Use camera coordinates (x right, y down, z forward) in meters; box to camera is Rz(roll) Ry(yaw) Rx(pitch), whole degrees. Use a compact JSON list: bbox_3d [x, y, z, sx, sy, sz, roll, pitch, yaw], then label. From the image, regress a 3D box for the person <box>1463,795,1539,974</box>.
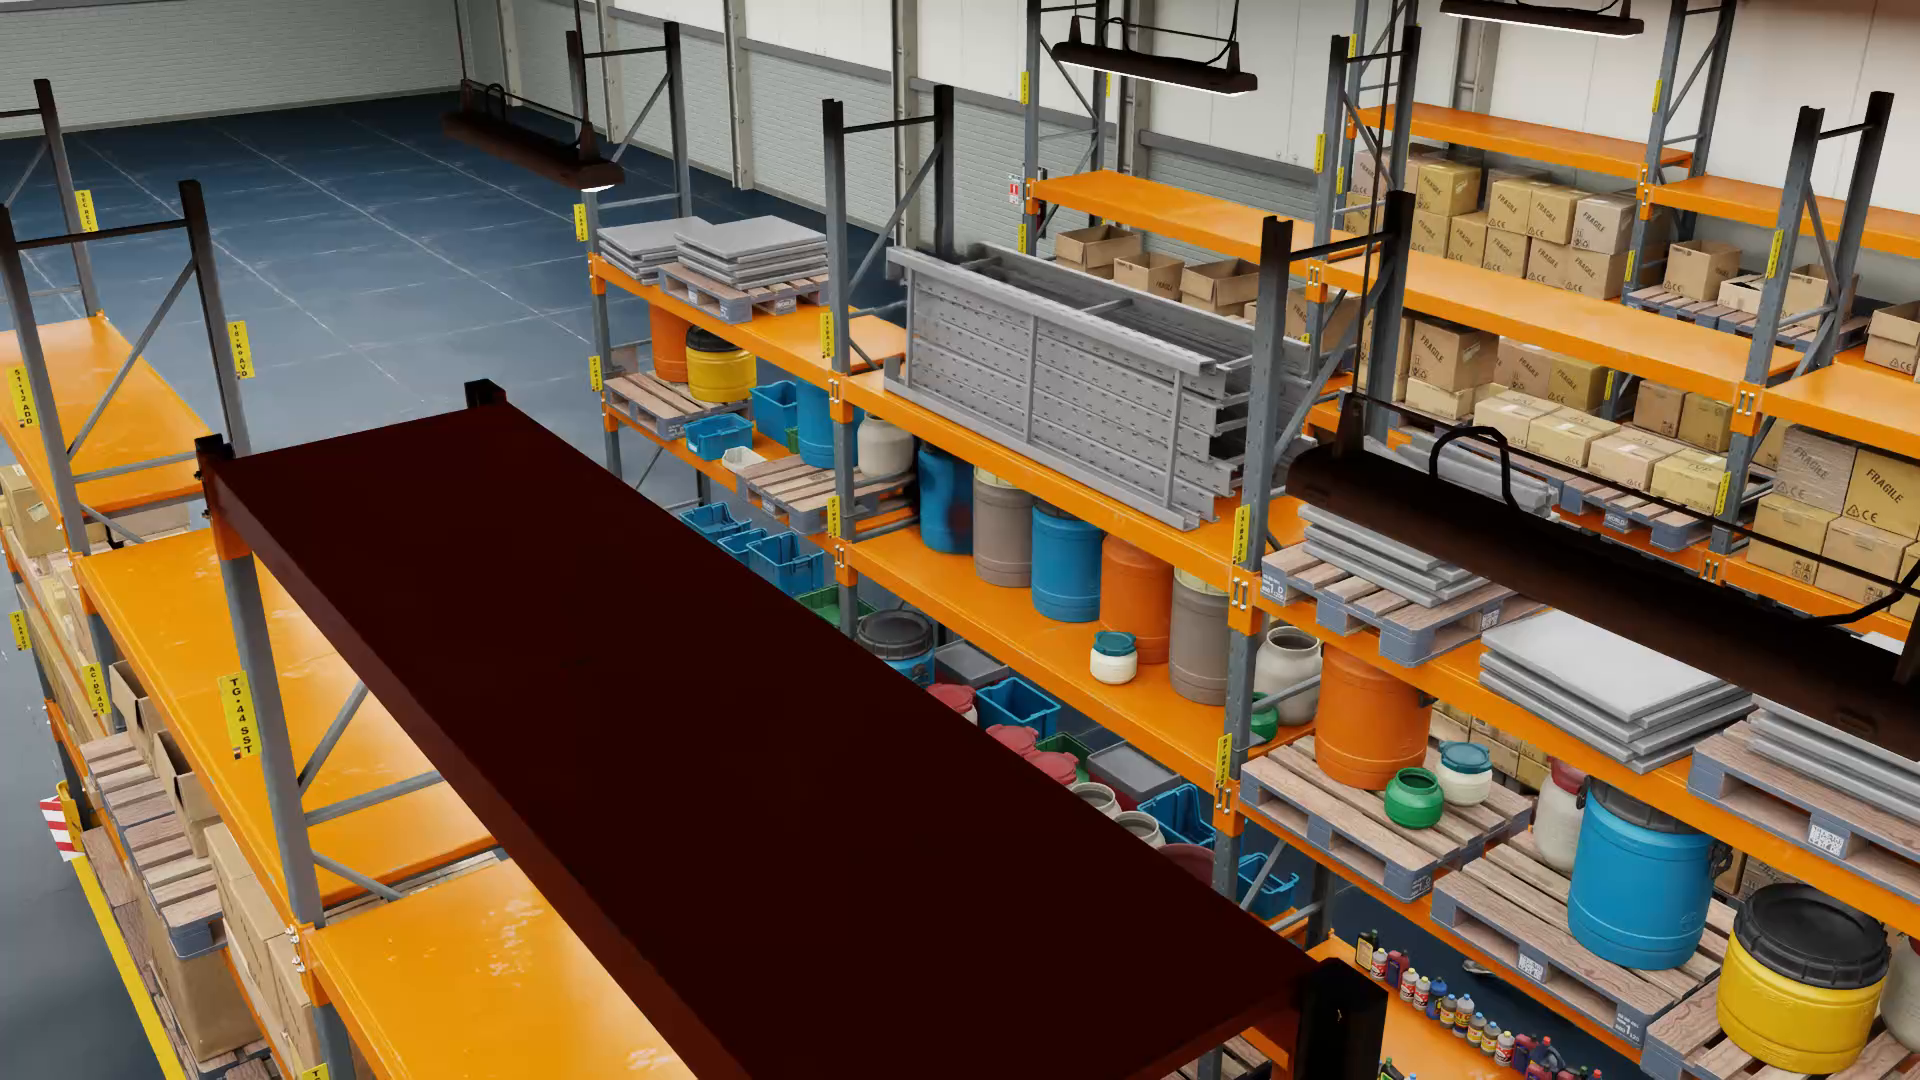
[{"bbox_3d":[3.978,2.508,11.610,0.512,1.626,0.824,-18,30,-34],"label":"person"}]
